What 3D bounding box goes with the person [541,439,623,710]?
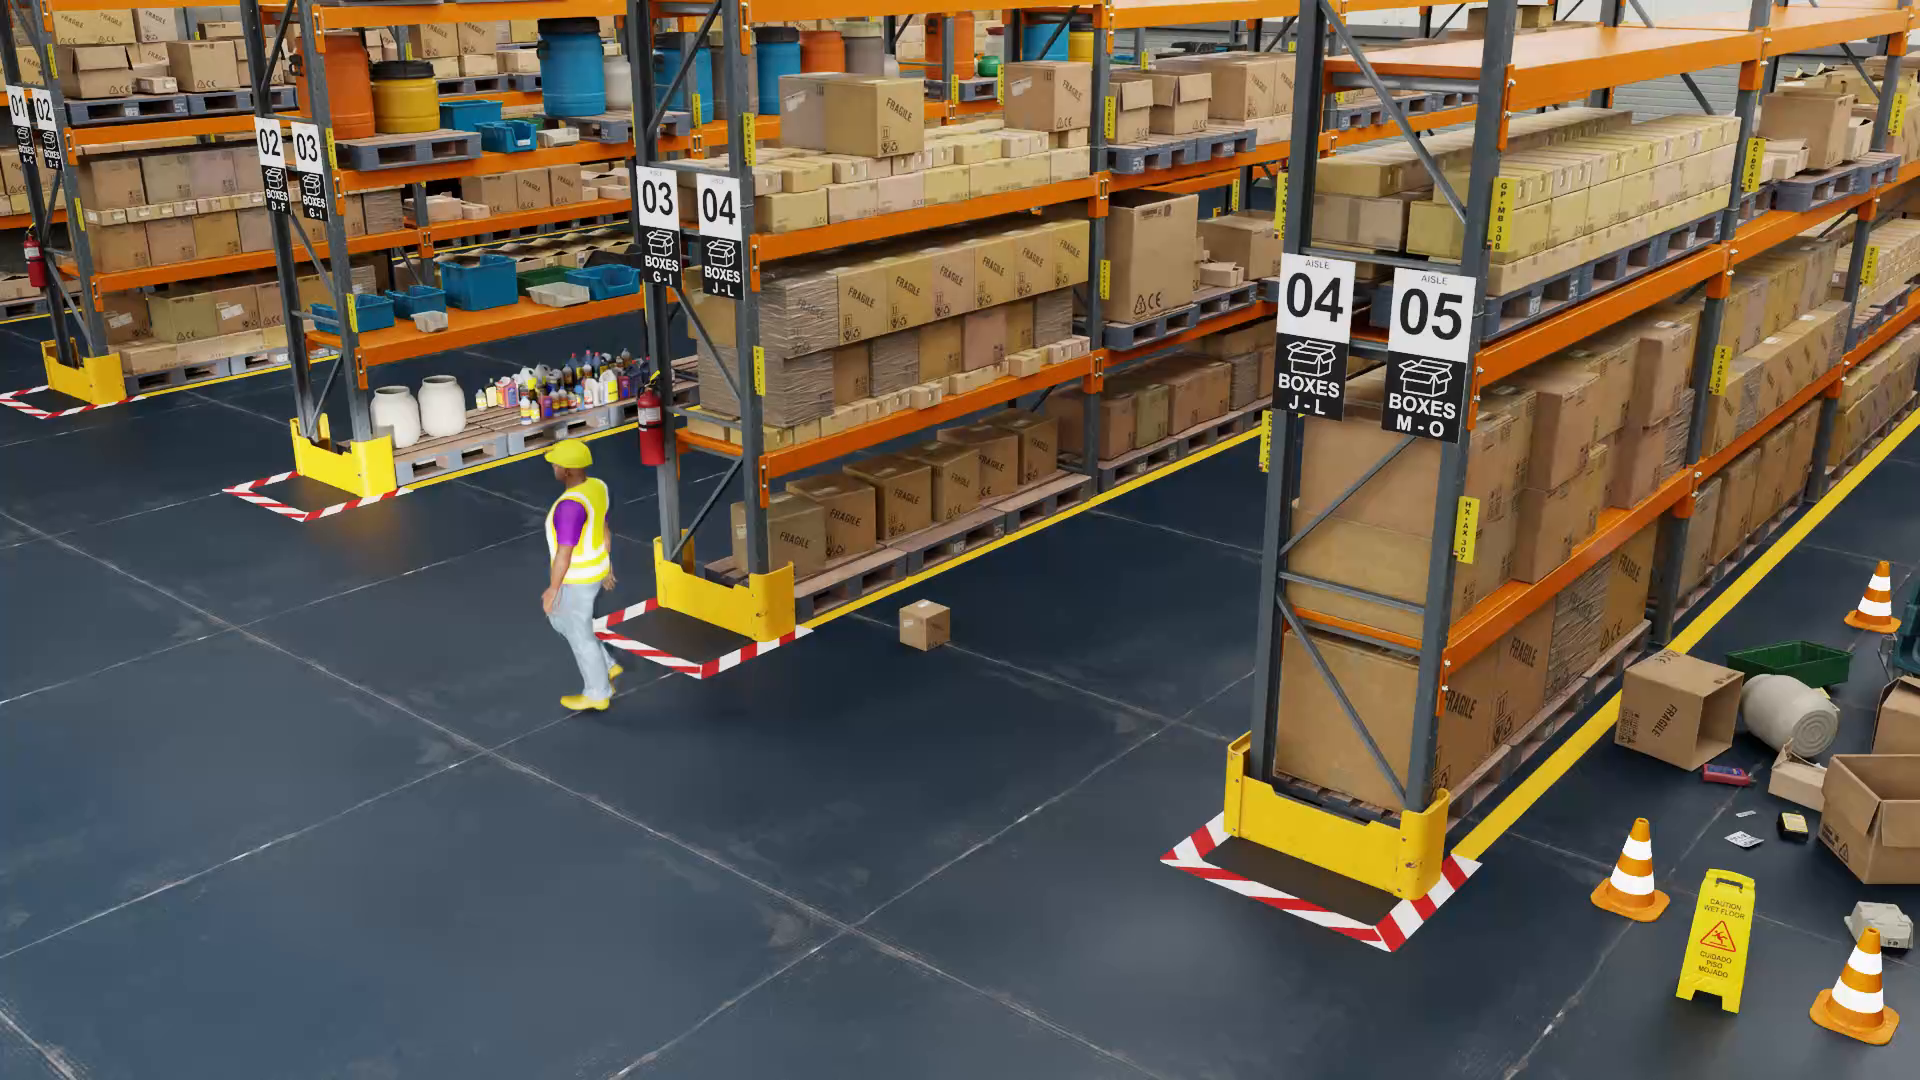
[{"bbox_3d":[-2.396,0.229,10.367,0.453,1.785,0.593,1,20,4],"label":"person"}]
